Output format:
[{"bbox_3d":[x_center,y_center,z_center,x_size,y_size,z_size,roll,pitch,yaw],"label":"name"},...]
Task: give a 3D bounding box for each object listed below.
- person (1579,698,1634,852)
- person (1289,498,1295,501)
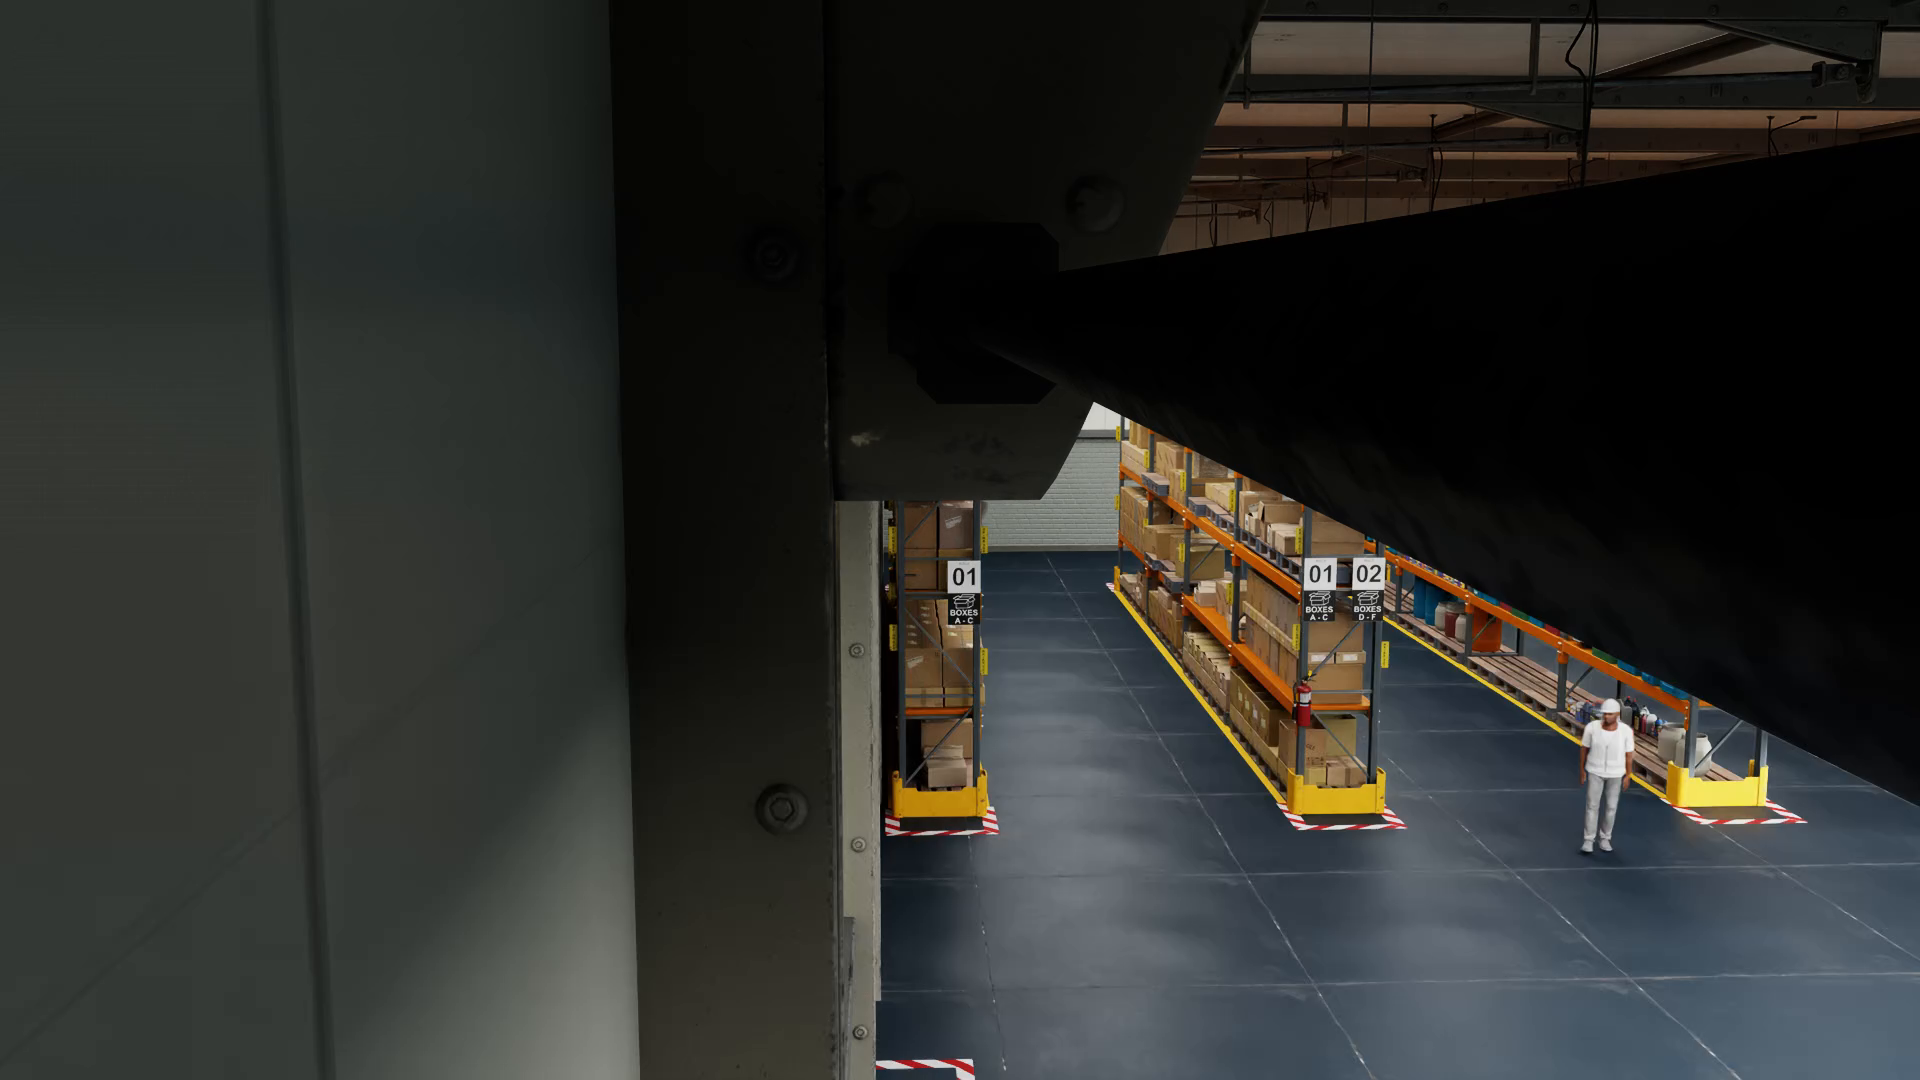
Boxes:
[{"bbox_3d":[7.437,2.705,19.142,0.587,1.776,0.440,3,9,17],"label":"person"},{"bbox_3d":[7.818,-0.140,38.938,0.523,1.709,1.058,0,8,-3],"label":"person"}]
